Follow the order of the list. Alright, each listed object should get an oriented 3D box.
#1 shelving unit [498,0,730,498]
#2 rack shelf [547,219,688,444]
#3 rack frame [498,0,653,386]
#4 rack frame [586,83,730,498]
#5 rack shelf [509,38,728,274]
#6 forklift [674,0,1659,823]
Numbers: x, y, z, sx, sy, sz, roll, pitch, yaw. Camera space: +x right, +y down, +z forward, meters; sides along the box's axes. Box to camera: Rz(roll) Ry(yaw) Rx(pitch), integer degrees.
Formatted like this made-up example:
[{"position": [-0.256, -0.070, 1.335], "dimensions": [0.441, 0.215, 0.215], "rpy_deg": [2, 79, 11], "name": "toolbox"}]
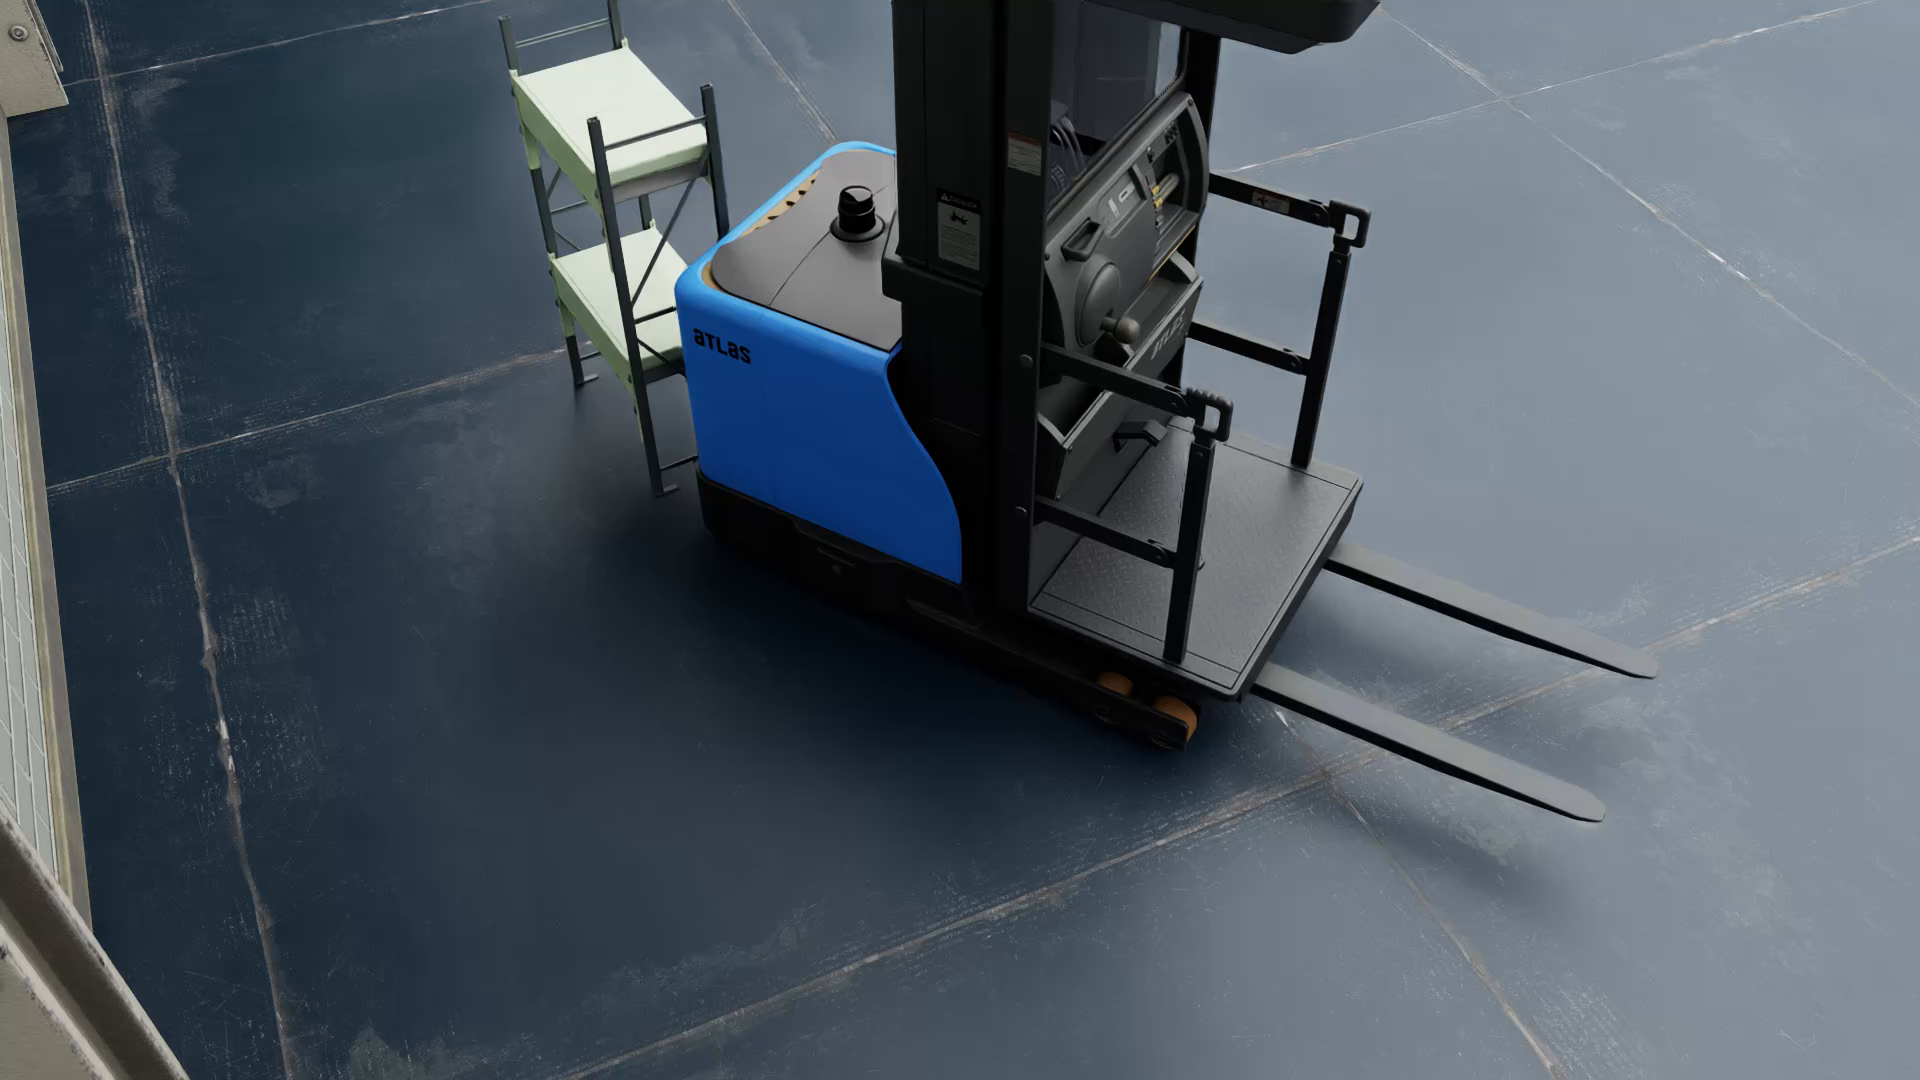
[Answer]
[{"position": [-1.108, -0.983, 5.678], "dimensions": [0.431, 1.500, 0.755], "rpy_deg": [-23, 49, -22], "name": "shelving unit"}, {"position": [-1.107, -0.751, 5.907], "dimensions": [0.431, 0.370, 0.720], "rpy_deg": [-23, 49, -22], "name": "rack shelf"}, {"position": [-1.299, -1.202, 5.901], "dimensions": [0.400, 1.500, 0.023], "rpy_deg": [-23, 49, -22], "name": "rack frame"}, {"position": [-0.916, -0.764, 5.456], "dimensions": [0.400, 1.500, 0.023], "rpy_deg": [-23, 49, -22], "name": "rack frame"}, {"position": [-1.108, -1.261, 5.404], "dimensions": [0.431, 0.370, 0.720], "rpy_deg": [-23, 49, -22], "name": "rack shelf"}, {"position": [0.647, -0.834, 4.509], "dimensions": [3.031, 2.935, 1.130], "rpy_deg": [22, 49, 21], "name": "forklift"}]
